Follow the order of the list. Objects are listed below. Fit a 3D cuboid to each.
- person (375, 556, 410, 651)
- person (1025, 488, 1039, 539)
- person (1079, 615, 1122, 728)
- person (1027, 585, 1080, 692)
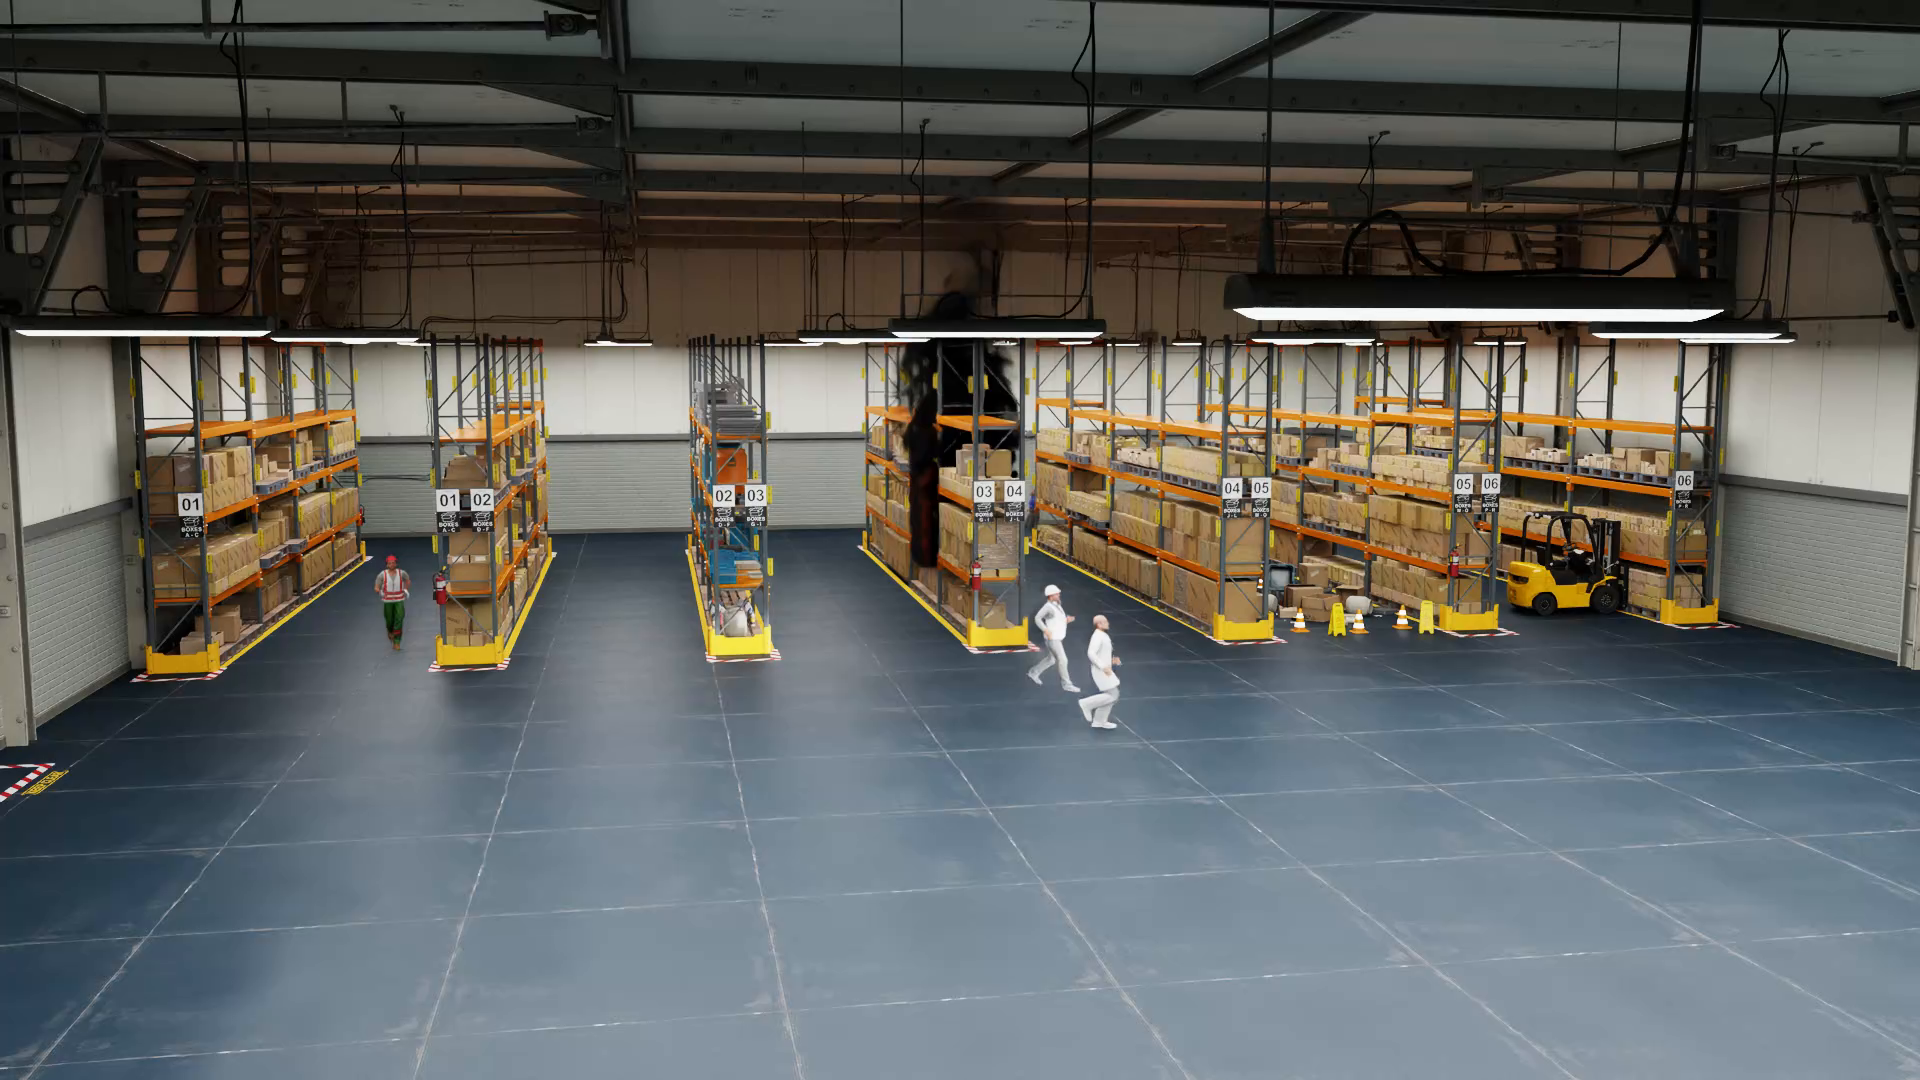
[{"bbox_3d":[-10.870,1.189,31.906,0.656,1.789,0.947,-3,7,-22],"label":"person"},{"bbox_3d":[2.135,-0.777,49.835,0.542,1.564,0.664,-2,7,-15],"label":"person"},{"bbox_3d":[2.124,1.993,25.148,0.637,1.733,0.710,1,7,7],"label":"person"},{"bbox_3d":[1.571,1.633,27.837,0.968,1.760,0.653,2,7,19],"label":"person"}]
